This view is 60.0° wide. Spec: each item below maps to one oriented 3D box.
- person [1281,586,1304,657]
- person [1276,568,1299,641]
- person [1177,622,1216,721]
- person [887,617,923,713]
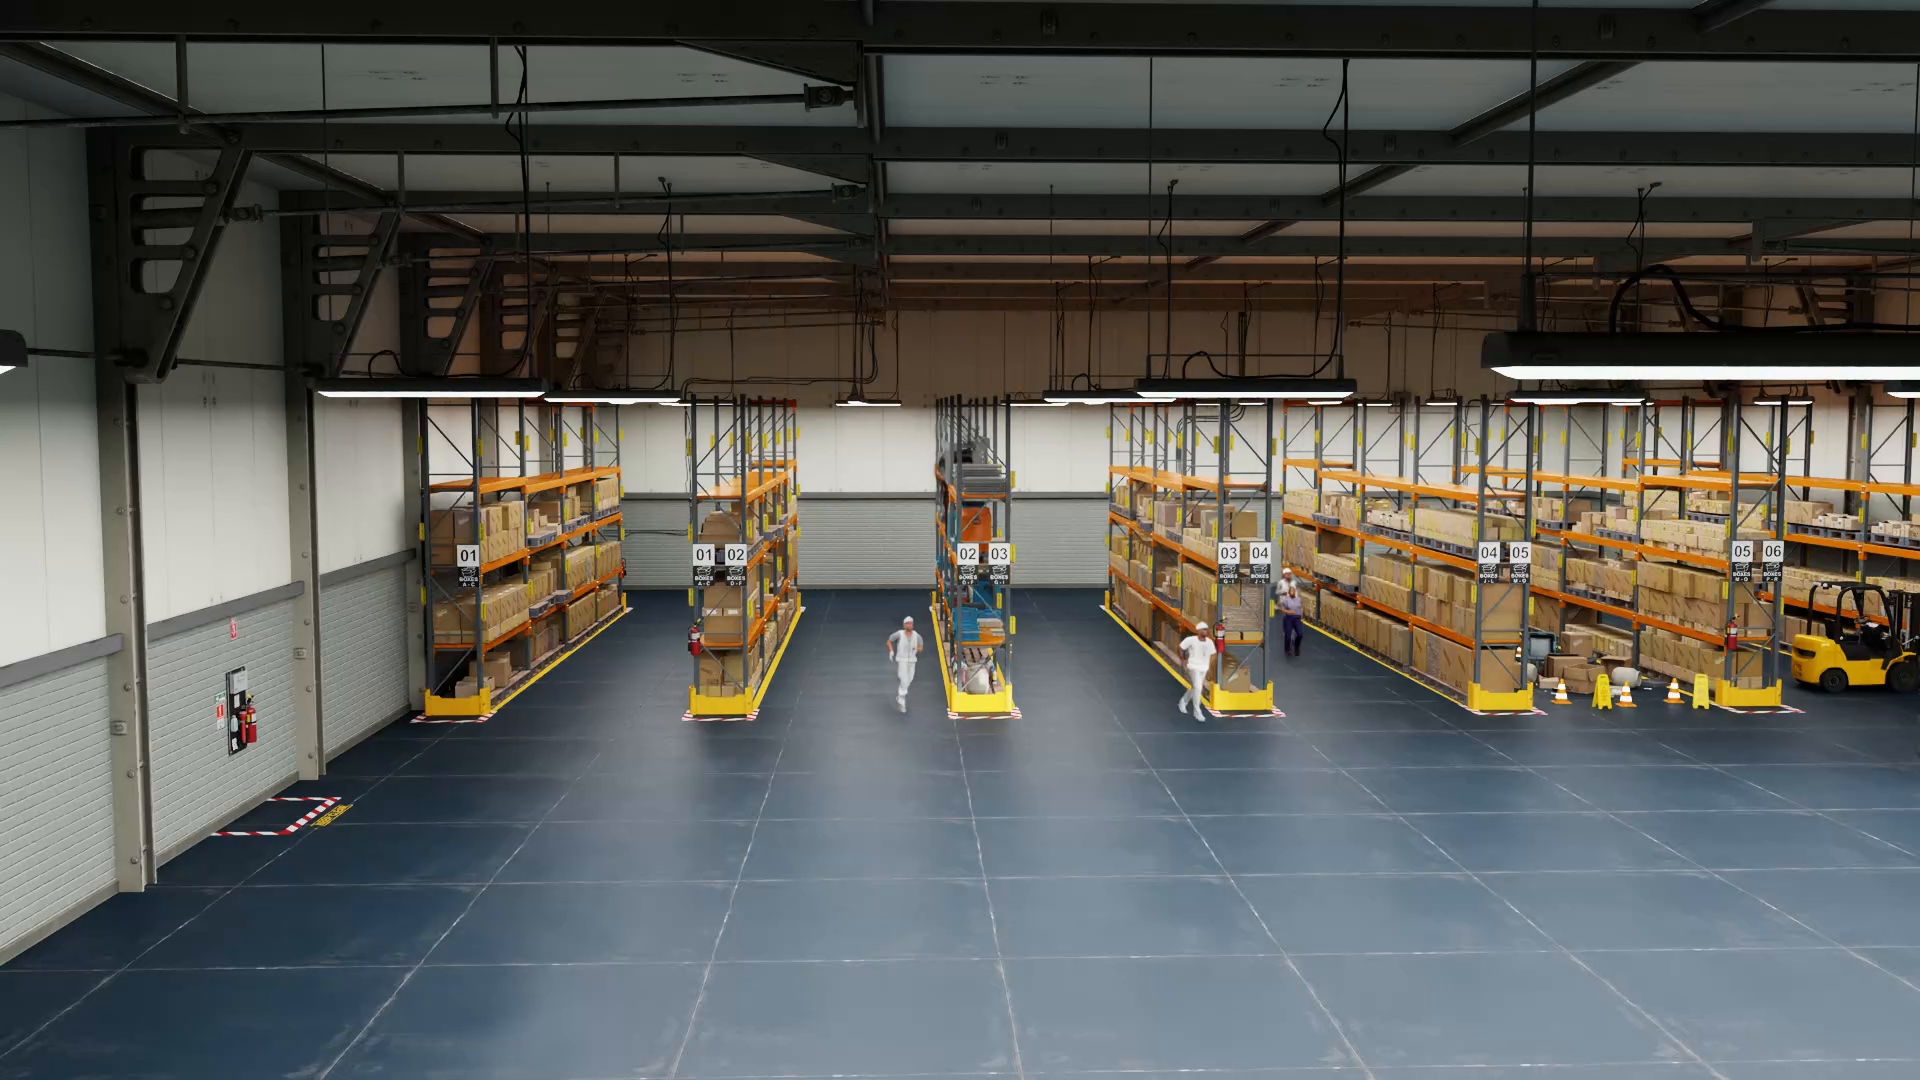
[{"bbox_3d":[7.688,1.888,38.374,0.582,1.632,0.652,0,5,-5],"label":"person"},{"bbox_3d":[8.150,1.602,41.279,0.638,1.806,0.687,0,4,0],"label":"person"},{"bbox_3d":[4.443,2.415,30.930,0.712,1.774,0.846,-3,5,-32],"label":"person"},{"bbox_3d":[-1.022,2.364,31.648,0.648,1.833,0.732,-2,5,-23],"label":"person"}]
